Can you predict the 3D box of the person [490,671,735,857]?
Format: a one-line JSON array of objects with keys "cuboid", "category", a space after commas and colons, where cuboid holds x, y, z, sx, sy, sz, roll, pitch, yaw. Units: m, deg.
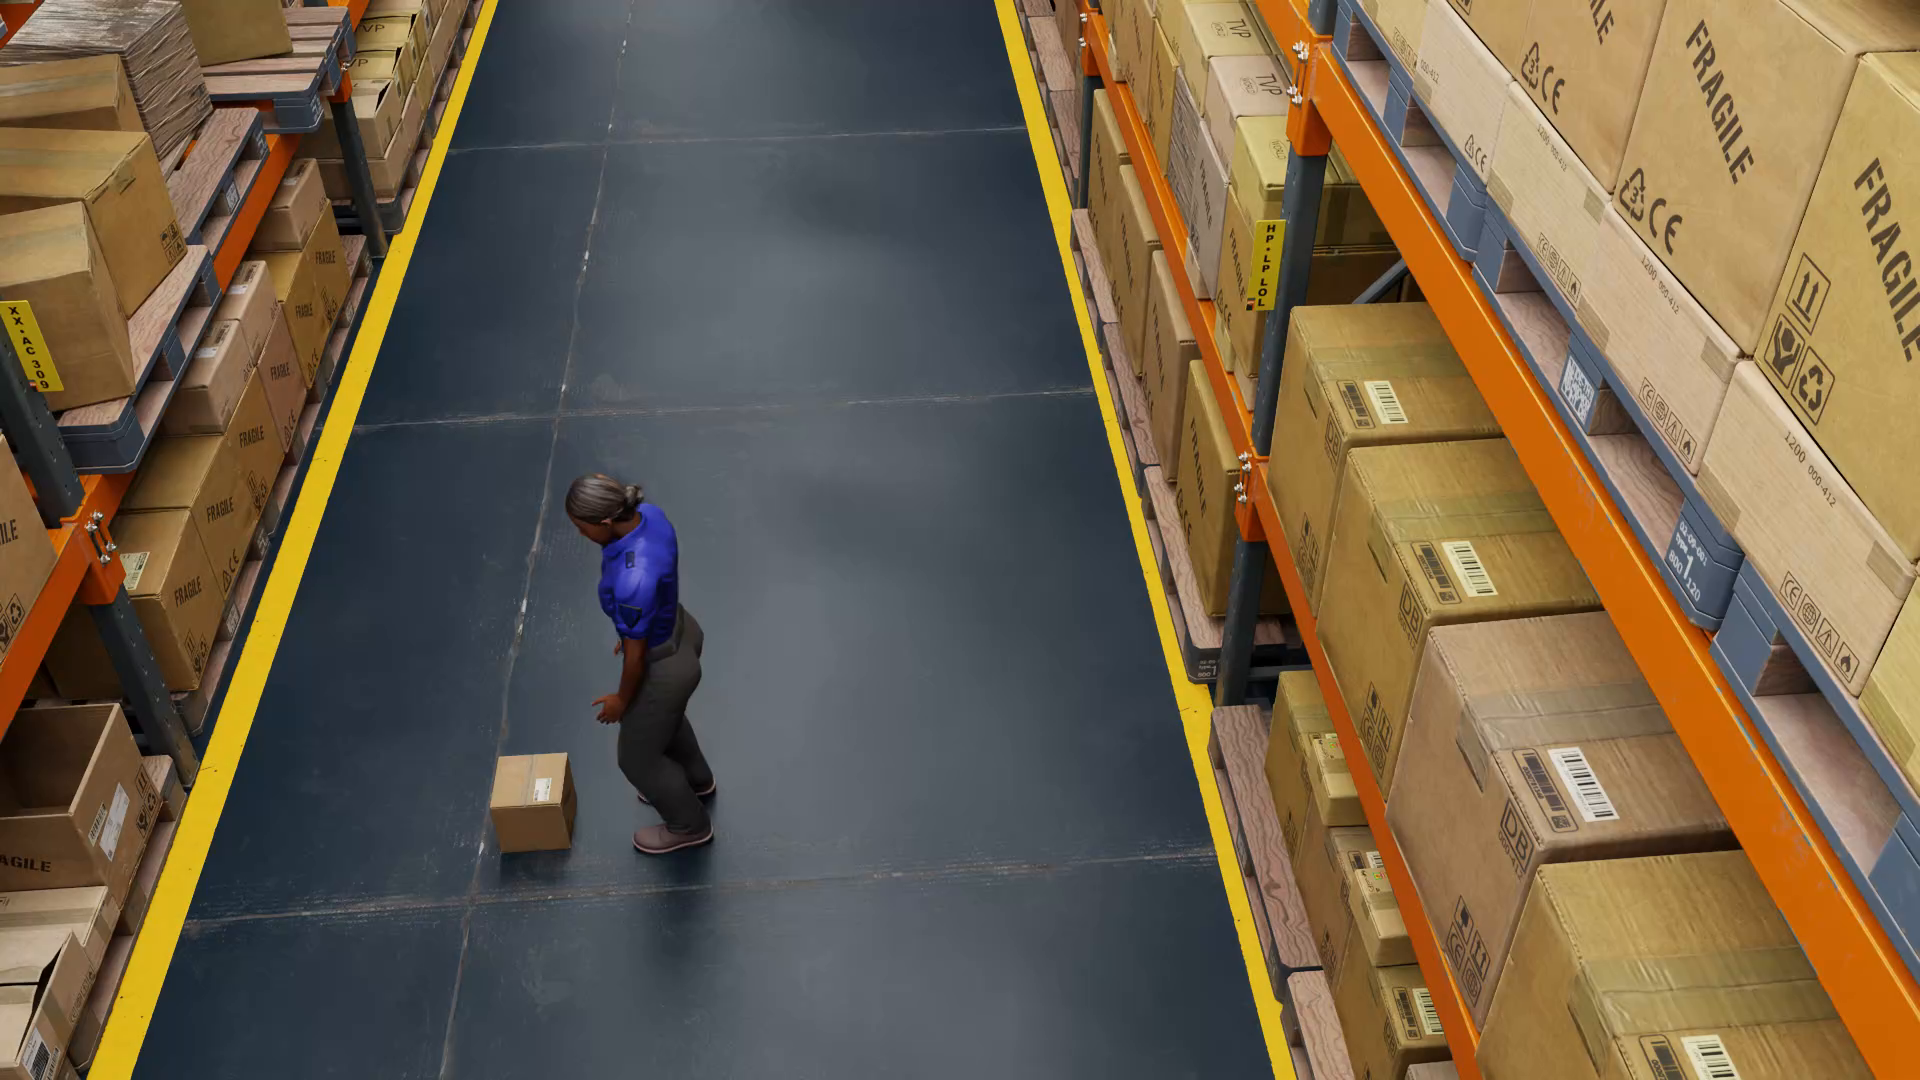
[{"cuboid": [-1.225, 0.771, 5.969, 0.830, 0.808, 0.478, -3, 39, -4], "category": "person"}]
